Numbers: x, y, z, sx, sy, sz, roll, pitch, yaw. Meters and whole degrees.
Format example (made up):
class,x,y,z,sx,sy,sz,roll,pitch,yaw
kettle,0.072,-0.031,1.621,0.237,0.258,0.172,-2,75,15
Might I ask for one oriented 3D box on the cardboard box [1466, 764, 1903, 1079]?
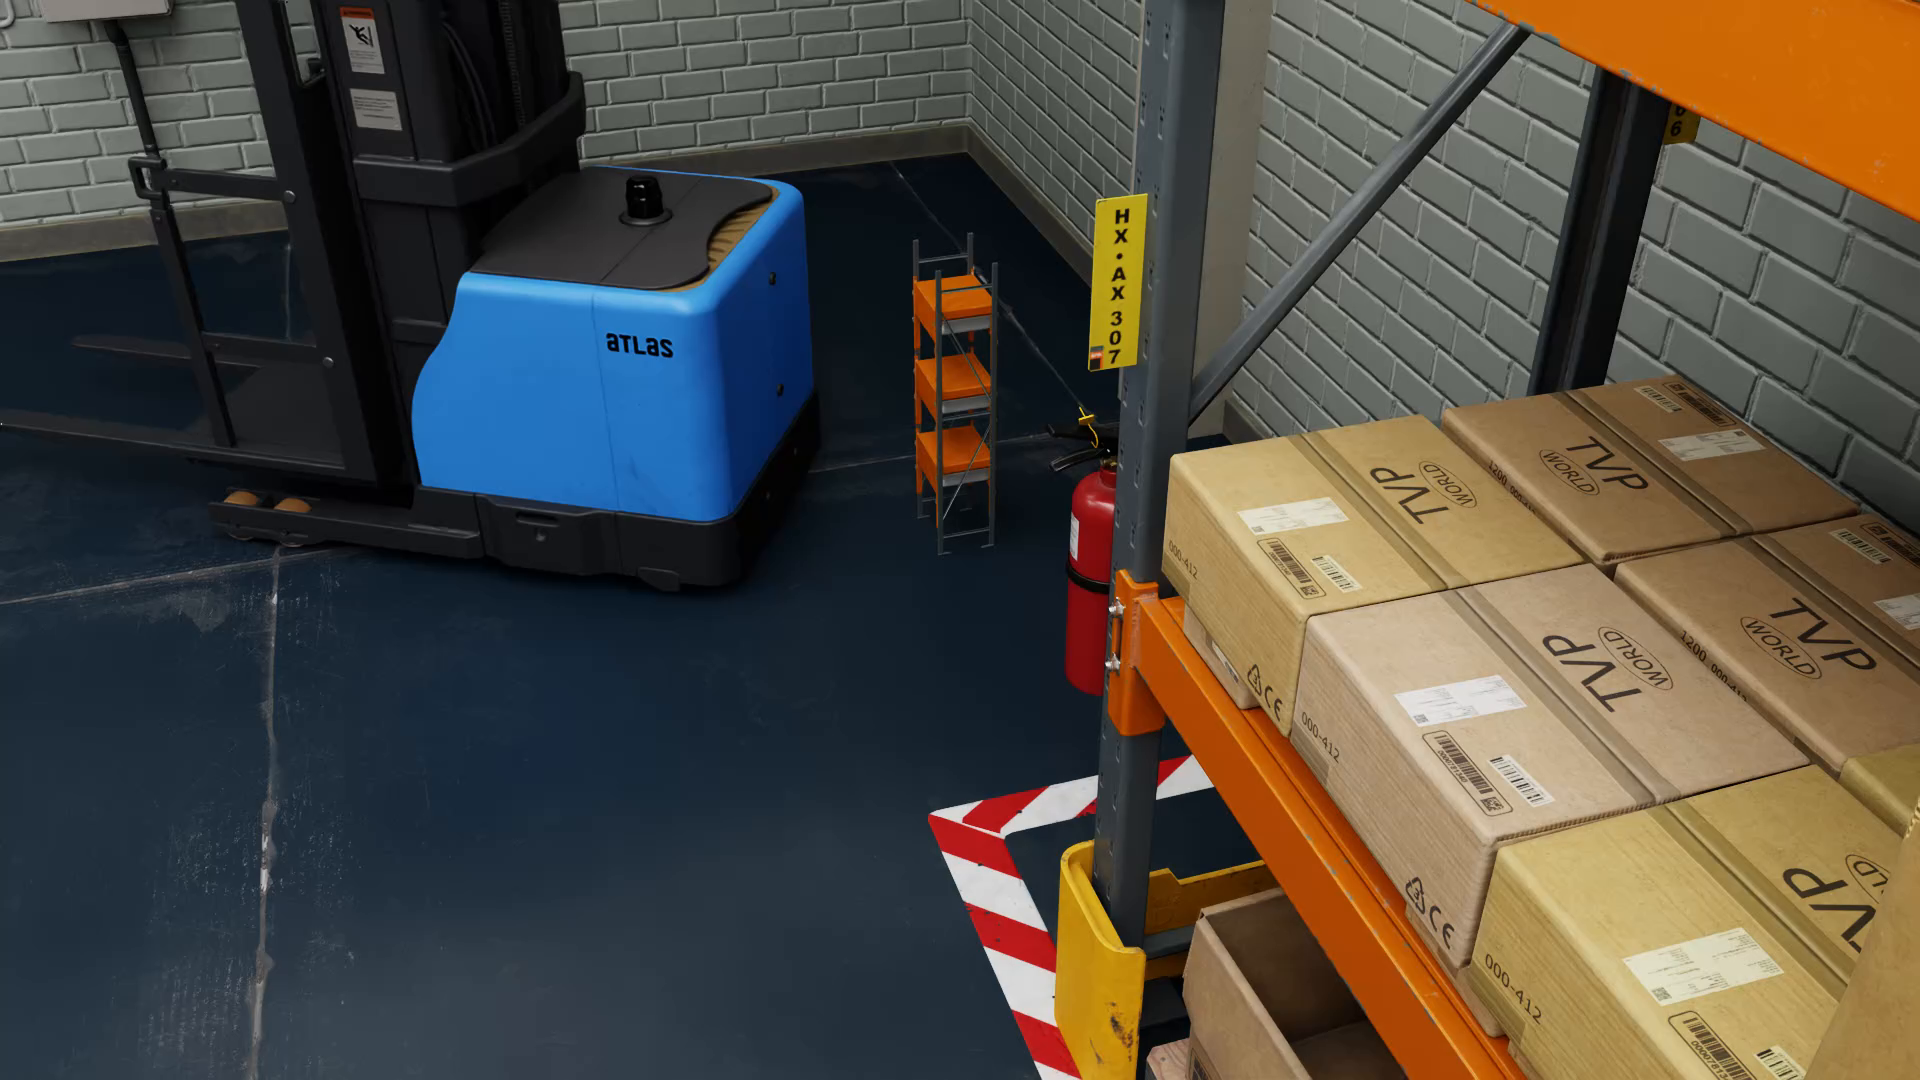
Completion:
class,x,y,z,sx,sy,sz,roll,pitch,yaw
cardboard box,0.990,0.573,2.028,0.500,0.250,0.500,-11,35,-16

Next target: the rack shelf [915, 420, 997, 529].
class,x,y,z,sx,sy,sz,roll,pitch,yaw
rack shelf,-0.016,-0.225,5.662,0.215,0.259,0.240,-10,35,-15

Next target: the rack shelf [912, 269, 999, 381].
class,x,y,z,sx,sy,sz,roll,pitch,yaw
rack shelf,-0.016,-0.694,5.352,0.215,0.259,0.240,-10,35,-15

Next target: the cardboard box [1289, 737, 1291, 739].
class,x,y,z,sx,sy,sz,roll,pitch,yaw
cardboard box,0.757,0.270,2.848,0.380,0.149,0.250,-9,35,-14

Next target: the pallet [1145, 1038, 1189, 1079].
class,x,y,z,sx,sy,sz,roll,pitch,yaw
pallet,1.063,1.443,3.375,1.003,0.211,1.213,-10,35,-15

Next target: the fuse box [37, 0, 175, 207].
class,x,y,z,sx,sy,sz,roll,pitch,yaw
fuse box,-3.627,-2.038,7.282,0.539,1.711,0.414,-10,35,-15

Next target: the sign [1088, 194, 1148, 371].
class,x,y,z,sx,sy,sz,roll,pitch,yaw
sign,0.279,-0.449,2.923,0.100,0.325,0.005,-10,35,-15

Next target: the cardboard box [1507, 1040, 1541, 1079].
class,x,y,z,sx,sy,sz,roll,pitch,yaw
cardboard box,0.975,0.684,2.222,0.380,0.149,0.250,-9,35,-14

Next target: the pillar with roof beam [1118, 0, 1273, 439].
class,x,y,z,sx,sy,sz,roll,pitch,yaw
pillar with roof beam,-3.268,-3.525,2.922,9.100,9.000,0.400,-10,35,-15

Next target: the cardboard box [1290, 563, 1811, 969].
class,x,y,z,sx,sy,sz,roll,pitch,yaw
cardboard box,0.832,0.308,2.430,0.500,0.250,0.500,-10,35,-14

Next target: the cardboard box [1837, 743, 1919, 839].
class,x,y,z,sx,sy,sz,roll,pitch,yaw
cardboard box,1.492,0.488,2.157,0.500,0.250,0.500,-9,34,-13

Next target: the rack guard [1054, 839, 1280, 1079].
class,x,y,z,sx,sy,sz,roll,pitch,yaw
rack guard,0.819,0.904,3.929,1.175,0.500,0.348,-10,35,-15

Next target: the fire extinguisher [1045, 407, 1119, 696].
class,x,y,z,sx,sy,sz,roll,pitch,yaw
fire extinguisher,0.311,0.009,3.423,0.296,0.674,0.183,-10,35,-15

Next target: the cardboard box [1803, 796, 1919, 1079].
class,x,y,z,sx,sy,sz,roll,pitch,yaw
cardboard box,1.136,0.518,1.432,0.500,0.500,0.500,-9,35,-14

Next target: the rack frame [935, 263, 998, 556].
class,x,y,z,sx,sy,sz,roll,pitch,yaw
rack frame,0.021,-0.402,5.406,0.200,1.050,0.008,-10,35,-15

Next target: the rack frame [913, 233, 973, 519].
class,x,y,z,sx,sy,sz,roll,pitch,yaw
rack frame,-0.054,-0.530,5.600,0.200,1.050,0.008,-10,35,-15

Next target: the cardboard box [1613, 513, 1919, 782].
class,x,y,z,sx,sy,sz,roll,pitch,yaw
cardboard box,1.345,0.227,2.551,0.500,0.250,0.500,-10,35,-15

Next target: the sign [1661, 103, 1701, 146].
class,x,y,z,sx,sy,sz,roll,pitch,yaw
sign,1.331,-0.877,3.019,0.100,0.325,0.005,-10,35,-15

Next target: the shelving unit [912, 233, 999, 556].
class,x,y,z,sx,sy,sz,roll,pitch,yaw
shelving unit,-0.016,-0.466,5.503,0.215,1.050,0.252,-10,35,-15

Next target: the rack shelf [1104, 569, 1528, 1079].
class,x,y,z,sx,sy,sz,roll,pitch,yaw
rack shelf,1.406,1.171,1.909,1.077,0.370,4.000,-10,35,-15

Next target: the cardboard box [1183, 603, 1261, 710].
class,x,y,z,sx,sy,sz,roll,pitch,yaw
cardboard box,0.635,0.145,3.038,0.380,0.149,0.250,-10,35,-15

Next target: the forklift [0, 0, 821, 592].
class,x,y,z,sx,sy,sz,roll,pitch,yaw
forklift,-2.088,-1.472,5.319,3.031,2.935,1.130,7,34,11

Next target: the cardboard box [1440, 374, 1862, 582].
class,x,y,z,sx,sy,sz,roll,pitch,yaw
cardboard box,1.189,-0.044,2.961,0.500,0.250,0.500,-9,35,-13

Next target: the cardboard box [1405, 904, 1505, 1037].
class,x,y,z,sx,sy,sz,roll,pitch,yaw
cardboard box,0.889,0.546,2.431,0.380,0.149,0.250,-9,34,-13

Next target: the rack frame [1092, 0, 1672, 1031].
class,x,y,z,sx,sy,sz,roll,pitch,yaw
rack frame,0.796,-0.179,3.300,1.000,3.000,0.127,-10,35,-15

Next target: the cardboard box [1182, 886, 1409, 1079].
class,x,y,z,sx,sy,sz,roll,pitch,yaw
cardboard box,0.892,1.024,3.362,0.797,0.503,0.637,-11,35,-17

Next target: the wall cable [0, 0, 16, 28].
class,x,y,z,sx,sy,sz,roll,pitch,yaw
wall cable,-4.325,-2.967,6.598,0.588,1.984,0.122,-10,35,-15

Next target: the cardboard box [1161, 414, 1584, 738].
class,x,y,z,sx,sy,sz,roll,pitch,yaw
cardboard box,0.678,0.043,2.830,0.500,0.250,0.500,-10,35,-14

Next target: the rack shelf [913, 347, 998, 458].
class,x,y,z,sx,sy,sz,roll,pitch,yaw
rack shelf,-0.016,-0.457,5.509,0.215,0.259,0.240,-10,35,-15
